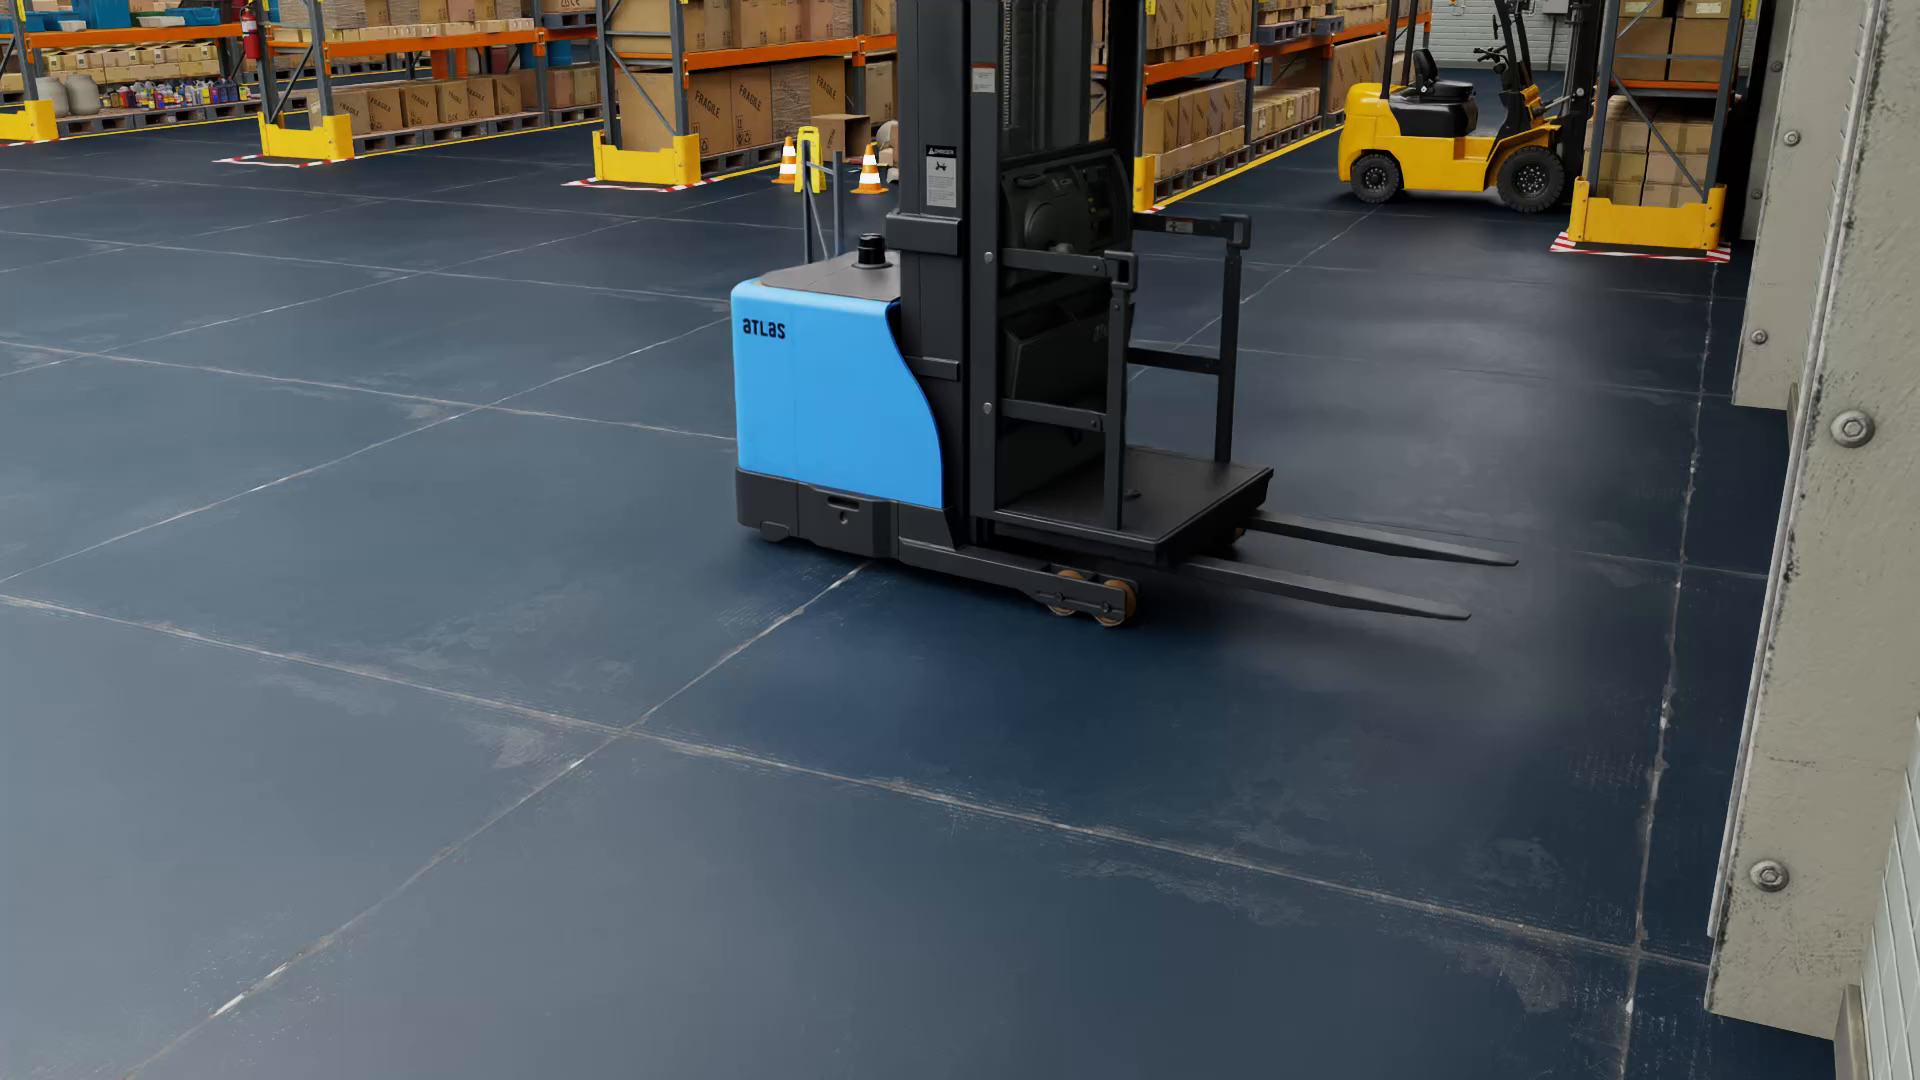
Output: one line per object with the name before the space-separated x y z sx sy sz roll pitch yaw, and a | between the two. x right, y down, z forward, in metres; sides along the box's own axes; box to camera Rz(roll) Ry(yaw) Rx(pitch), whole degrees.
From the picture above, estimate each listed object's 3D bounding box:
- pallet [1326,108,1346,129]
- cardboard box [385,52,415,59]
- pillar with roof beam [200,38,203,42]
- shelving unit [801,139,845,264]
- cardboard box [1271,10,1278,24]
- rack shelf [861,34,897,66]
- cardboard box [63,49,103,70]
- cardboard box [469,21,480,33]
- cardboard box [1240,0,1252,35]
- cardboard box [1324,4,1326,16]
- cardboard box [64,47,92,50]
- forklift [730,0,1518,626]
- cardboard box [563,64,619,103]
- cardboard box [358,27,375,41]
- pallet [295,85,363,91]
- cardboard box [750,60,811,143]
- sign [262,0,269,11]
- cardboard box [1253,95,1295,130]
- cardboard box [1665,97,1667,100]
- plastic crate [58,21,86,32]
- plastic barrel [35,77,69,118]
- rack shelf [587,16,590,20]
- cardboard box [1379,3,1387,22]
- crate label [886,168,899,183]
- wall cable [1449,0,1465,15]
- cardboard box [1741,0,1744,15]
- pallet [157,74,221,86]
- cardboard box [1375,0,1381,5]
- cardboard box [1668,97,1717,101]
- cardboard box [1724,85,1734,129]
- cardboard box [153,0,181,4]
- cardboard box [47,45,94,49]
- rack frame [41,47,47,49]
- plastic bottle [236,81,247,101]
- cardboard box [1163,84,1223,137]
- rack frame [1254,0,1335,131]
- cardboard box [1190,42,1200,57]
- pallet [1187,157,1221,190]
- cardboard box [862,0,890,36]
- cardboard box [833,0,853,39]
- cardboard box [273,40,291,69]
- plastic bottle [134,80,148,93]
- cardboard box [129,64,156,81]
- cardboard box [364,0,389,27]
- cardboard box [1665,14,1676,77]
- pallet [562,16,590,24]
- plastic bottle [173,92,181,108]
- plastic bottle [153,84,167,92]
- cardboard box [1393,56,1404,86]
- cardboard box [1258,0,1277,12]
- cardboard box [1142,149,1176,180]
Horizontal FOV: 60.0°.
pallet | 4.903 -5.976 23.457 1.003 0.211 1.213 9 21 23
cardboard box | -11.559 -10.041 34.082 0.500 0.311 0.500 9 21 23
pillar with roof beam | -13.024 -14.249 33.606 9.100 9.000 0.400 9 21 23
shelving unit | -0.149 -1.143 7.945 1.083 1.500 0.587 -8 21 -21
cardboard box | 3.498 -6.116 19.439 0.380 0.149 0.250 9 21 24
rack shelf | -0.865 -6.757 22.566 1.077 0.370 4.000 9 21 23
cardboard box | -14.598 -7.967 27.535 0.500 0.311 0.500 8 21 22
cardboard box | -6.479 -6.678 21.645 0.380 0.149 0.250 9 21 23
cardboard box | 2.918 -5.854 18.358 0.500 0.500 0.500 8 21 21
cardboard box | 4.548 -6.914 21.682 0.380 0.149 0.250 9 21 24
cardboard box | -14.886 -8.198 28.184 0.500 0.311 0.500 8 21 23
forklift | 0.585 -1.269 6.163 3.031 2.935 1.130 12 23 30
cardboard box | -5.456 -6.725 24.475 0.700 0.500 0.500 7 21 18
cardboard box | -7.236 -6.057 19.900 0.380 0.149 0.250 9 21 23
pallet | -9.902 -7.181 26.847 1.003 0.211 1.213 9 21 23
cardboard box | -2.371 -5.223 19.722 0.875 0.875 0.875 9 21 23
sign | -10.189 -7.927 24.369 0.100 0.325 0.005 9 21 23
cardboard box | 3.660 -5.390 20.942 0.950 0.372 0.625 9 22 24
cardboard box | 6.919 -4.425 16.919 0.500 0.250 0.500 8 21 22
plastic crate | -11.664 -6.758 21.888 0.298 0.136 0.250 9 21 23
plastic barrel | -12.125 -5.890 22.141 0.421 0.512 0.421 0 20 0
rack shelf | -8.230 -9.371 29.915 1.077 0.370 4.000 9 21 23
cardboard box | 6.195 -8.039 25.322 0.500 0.250 0.500 8 21 21
crate label | -0.652 -3.870 17.647 0.250 0.136 0.298 -2 20 -5
wall cable | 10.075 -11.725 33.898 0.585 1.953 0.123 9 21 23
cardboard box | 6.625 -4.655 14.464 0.380 0.149 0.250 9 21 23
pallet | -13.939 -8.219 29.765 1.003 0.211 1.213 9 21 23
cardboard box | 5.992 -8.125 24.816 0.500 0.250 0.500 9 22 24
cardboard box | 7.184 -4.196 16.275 0.500 0.250 0.500 8 21 22
cardboard box | 9.469 -5.490 21.032 0.500 0.500 0.500 9 22 25
cardboard box | -14.109 -9.490 29.311 0.500 0.311 0.500 8 21 22
cardboard box | -17.666 -9.850 32.769 0.750 0.750 0.750 8 21 22
rack frame | -18.087 -10.458 31.898 1.000 3.000 0.127 9 21 23
plastic bottle | -10.583 -6.611 24.478 0.061 0.283 0.133 10 22 25
cardboard box | 2.461 -4.562 17.679 0.500 0.500 0.500 10 22 26
rack frame | 4.511 -7.059 22.341 1.000 3.000 0.127 9 21 23
cardboard box | 2.246 -5.040 17.039 0.380 0.149 0.250 8 21 21
pallet | 2.132 -3.938 17.727 1.003 0.211 1.213 9 21 23
cardboard box | -1.223 -6.655 21.057 0.500 0.500 0.500 9 21 23
cardboard box | -1.824 -6.441 20.379 0.875 0.550 0.550 9 21 23
cardboard box | -12.910 -9.069 31.068 0.500 0.500 0.500 8 21 21
plastic bottle | -11.723 -6.400 23.786 0.144 0.351 0.185 10 22 25
cardboard box | -14.183 -8.018 28.515 0.500 0.250 0.500 9 21 24
cardboard box | -7.460 -6.494 20.160 0.875 0.500 0.500 9 21 23
cardboard box | 5.948 -4.324 14.503 0.500 0.500 0.500 9 22 24
pallet | -5.303 -7.718 24.479 1.003 0.211 1.213 9 21 23
plastic bottle | -11.076 -6.219 23.498 0.097 0.201 0.097 0 20 0
plastic bottle | -11.502 -6.409 23.923 0.152 0.276 0.135 9 21 23
cardboard box | 6.870 -7.723 27.406 0.875 0.438 0.875 8 21 21
cardboard box | 3.327 -6.325 19.058 0.500 0.500 0.500 9 22 24
cardboard box | 1.818 -3.724 16.442 0.500 0.250 0.500 8 21 22
